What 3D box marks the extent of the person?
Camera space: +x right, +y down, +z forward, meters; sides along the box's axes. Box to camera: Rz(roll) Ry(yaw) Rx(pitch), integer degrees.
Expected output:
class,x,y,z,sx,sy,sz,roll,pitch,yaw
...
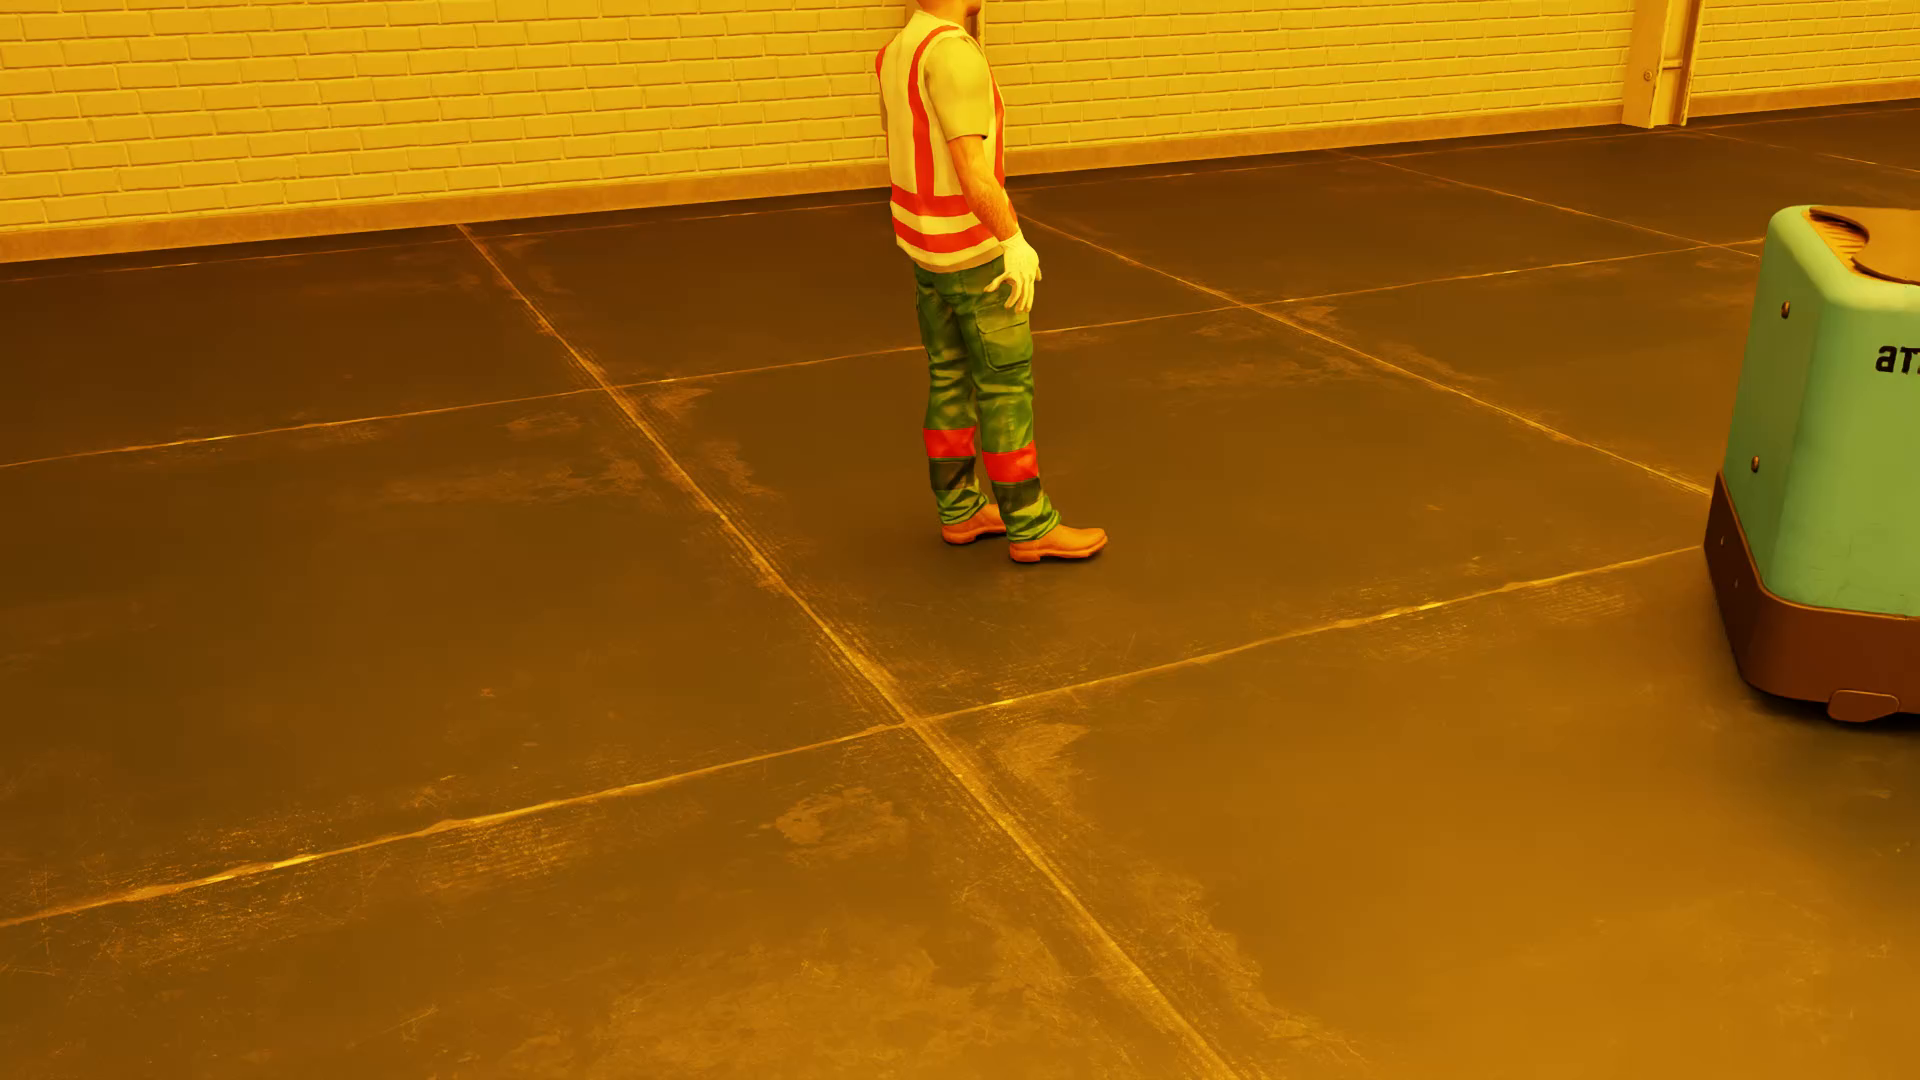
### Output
class,x,y,z,sx,sy,sz,roll,pitch,yaw
person,0.077,-0.842,4.782,0.564,1.787,0.638,-10,25,-23

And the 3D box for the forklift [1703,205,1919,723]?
class,x,y,z,sx,sy,sz,roll,pitch,yaw
forklift,3.506,-0.943,3.556,3.031,2.935,1.130,6,23,15
